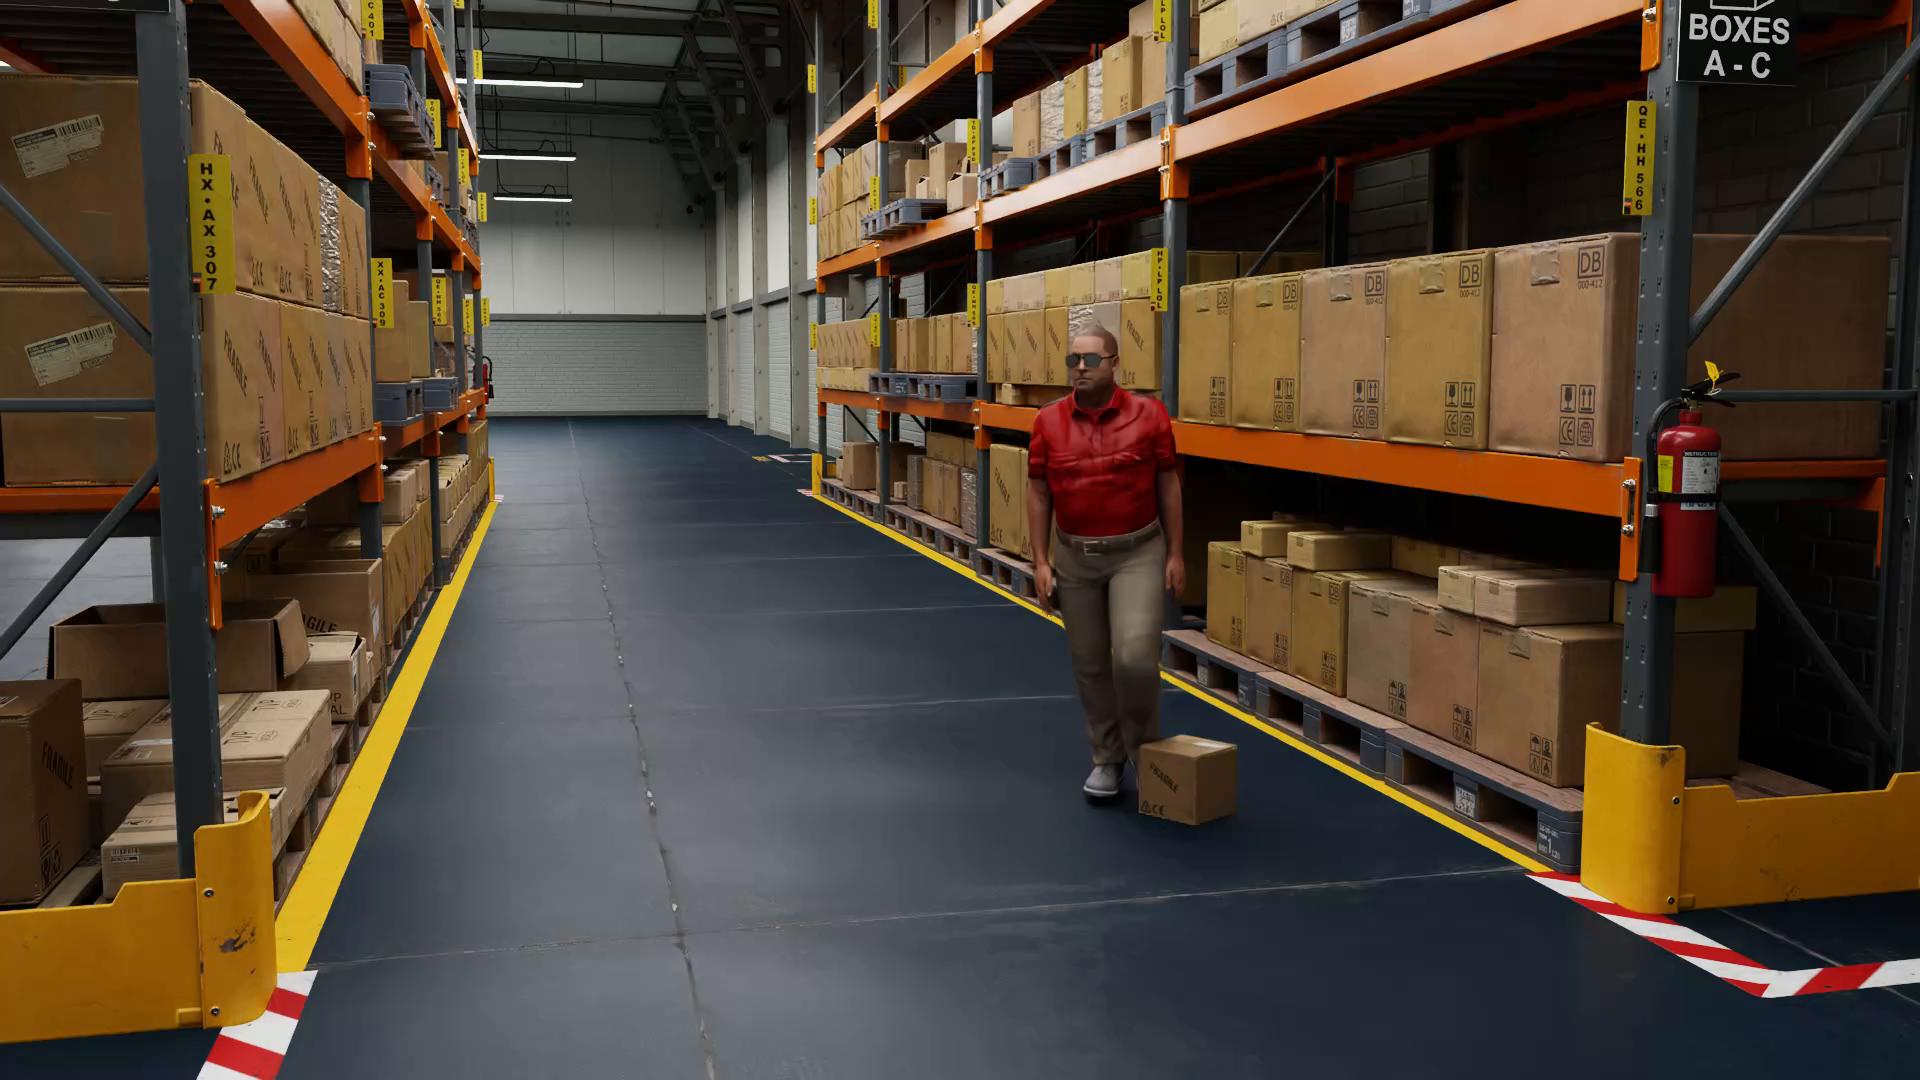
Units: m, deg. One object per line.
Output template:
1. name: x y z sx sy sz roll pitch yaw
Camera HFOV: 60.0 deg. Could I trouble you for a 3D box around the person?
1. person: 0.521 0.093 6.015 0.565 1.714 0.520 2 6 19
